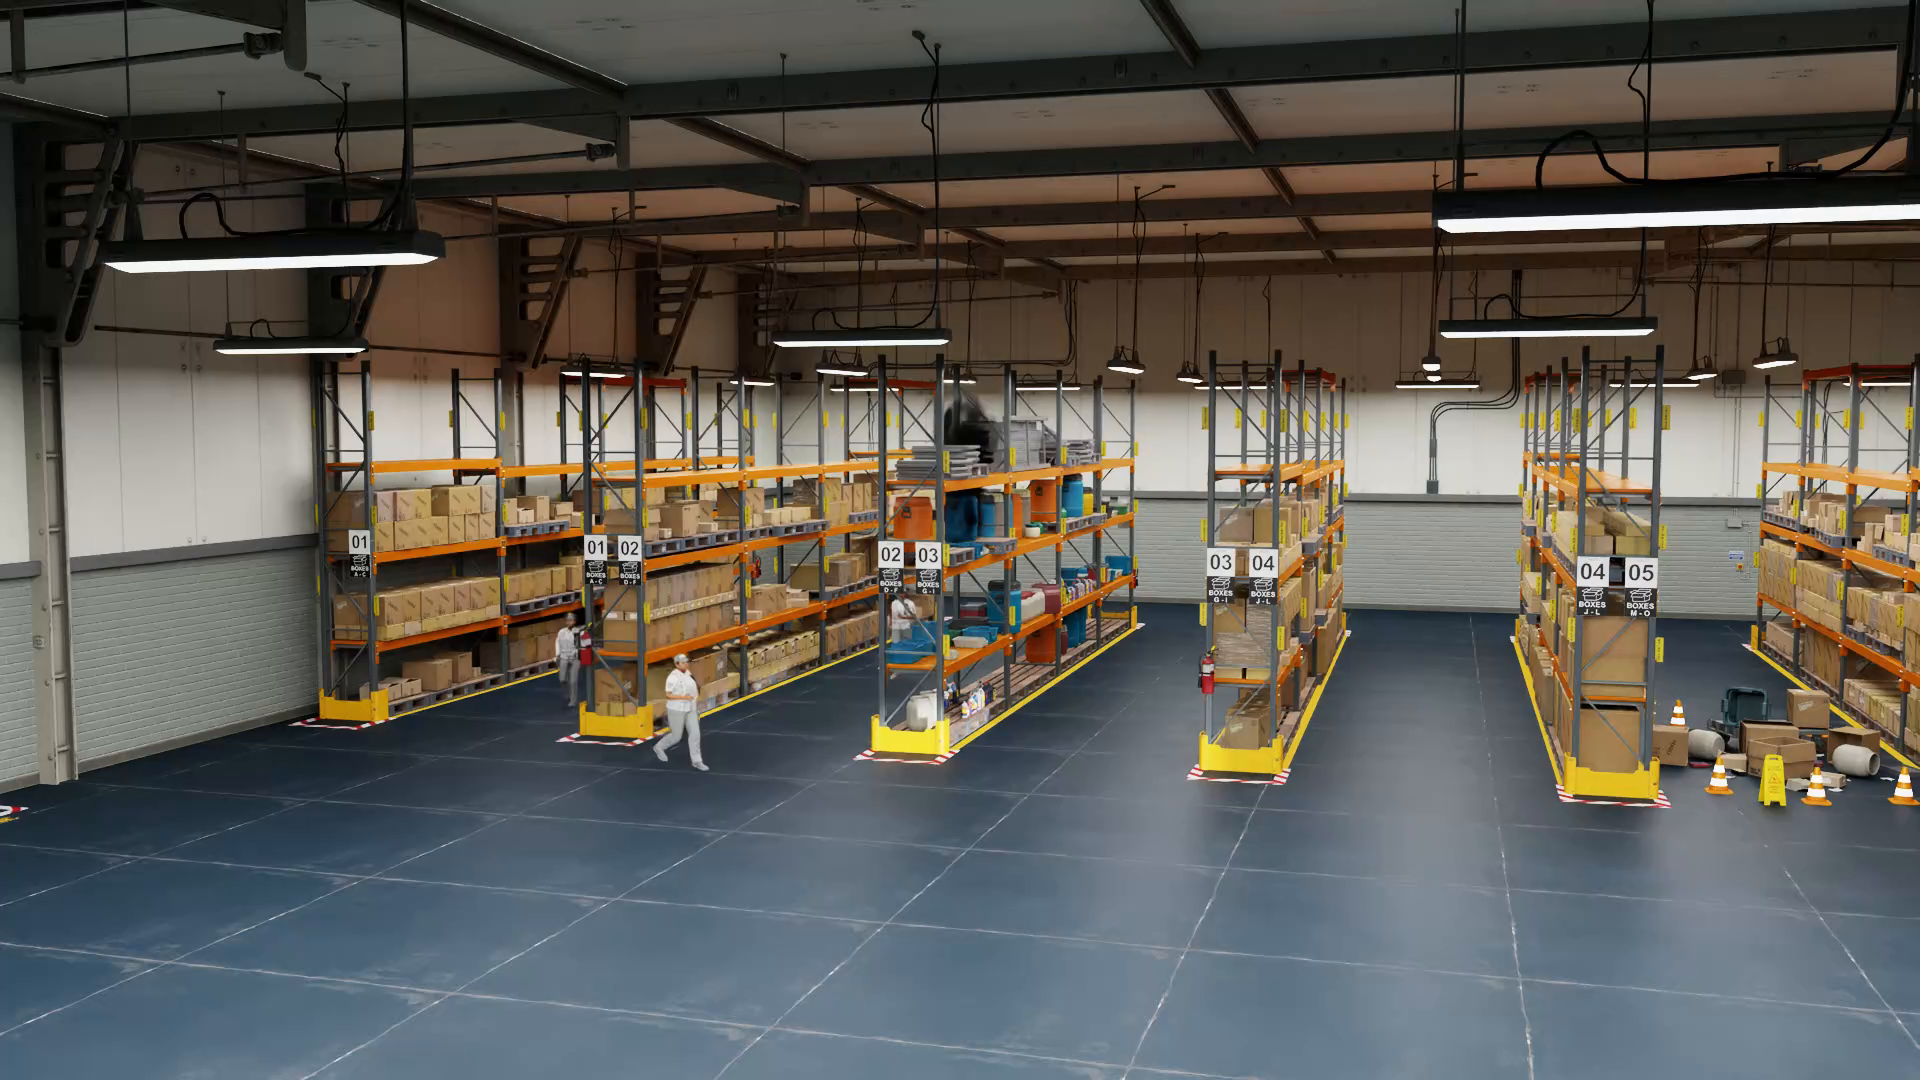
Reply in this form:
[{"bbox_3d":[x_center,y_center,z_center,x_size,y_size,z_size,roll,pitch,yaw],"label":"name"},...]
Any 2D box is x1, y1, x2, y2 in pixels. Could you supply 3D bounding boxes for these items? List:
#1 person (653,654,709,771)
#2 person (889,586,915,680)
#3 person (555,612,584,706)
[{"bbox_3d":[-4.012,2.461,23.894,0.920,1.647,0.610,3,5,31],"label":"person"},{"bbox_3d":[-1.084,1.698,31.076,0.557,1.737,0.798,1,4,12],"label":"person"},{"bbox_3d":[-6.849,2.093,29.170,0.615,1.658,0.541,0,4,1],"label":"person"}]
